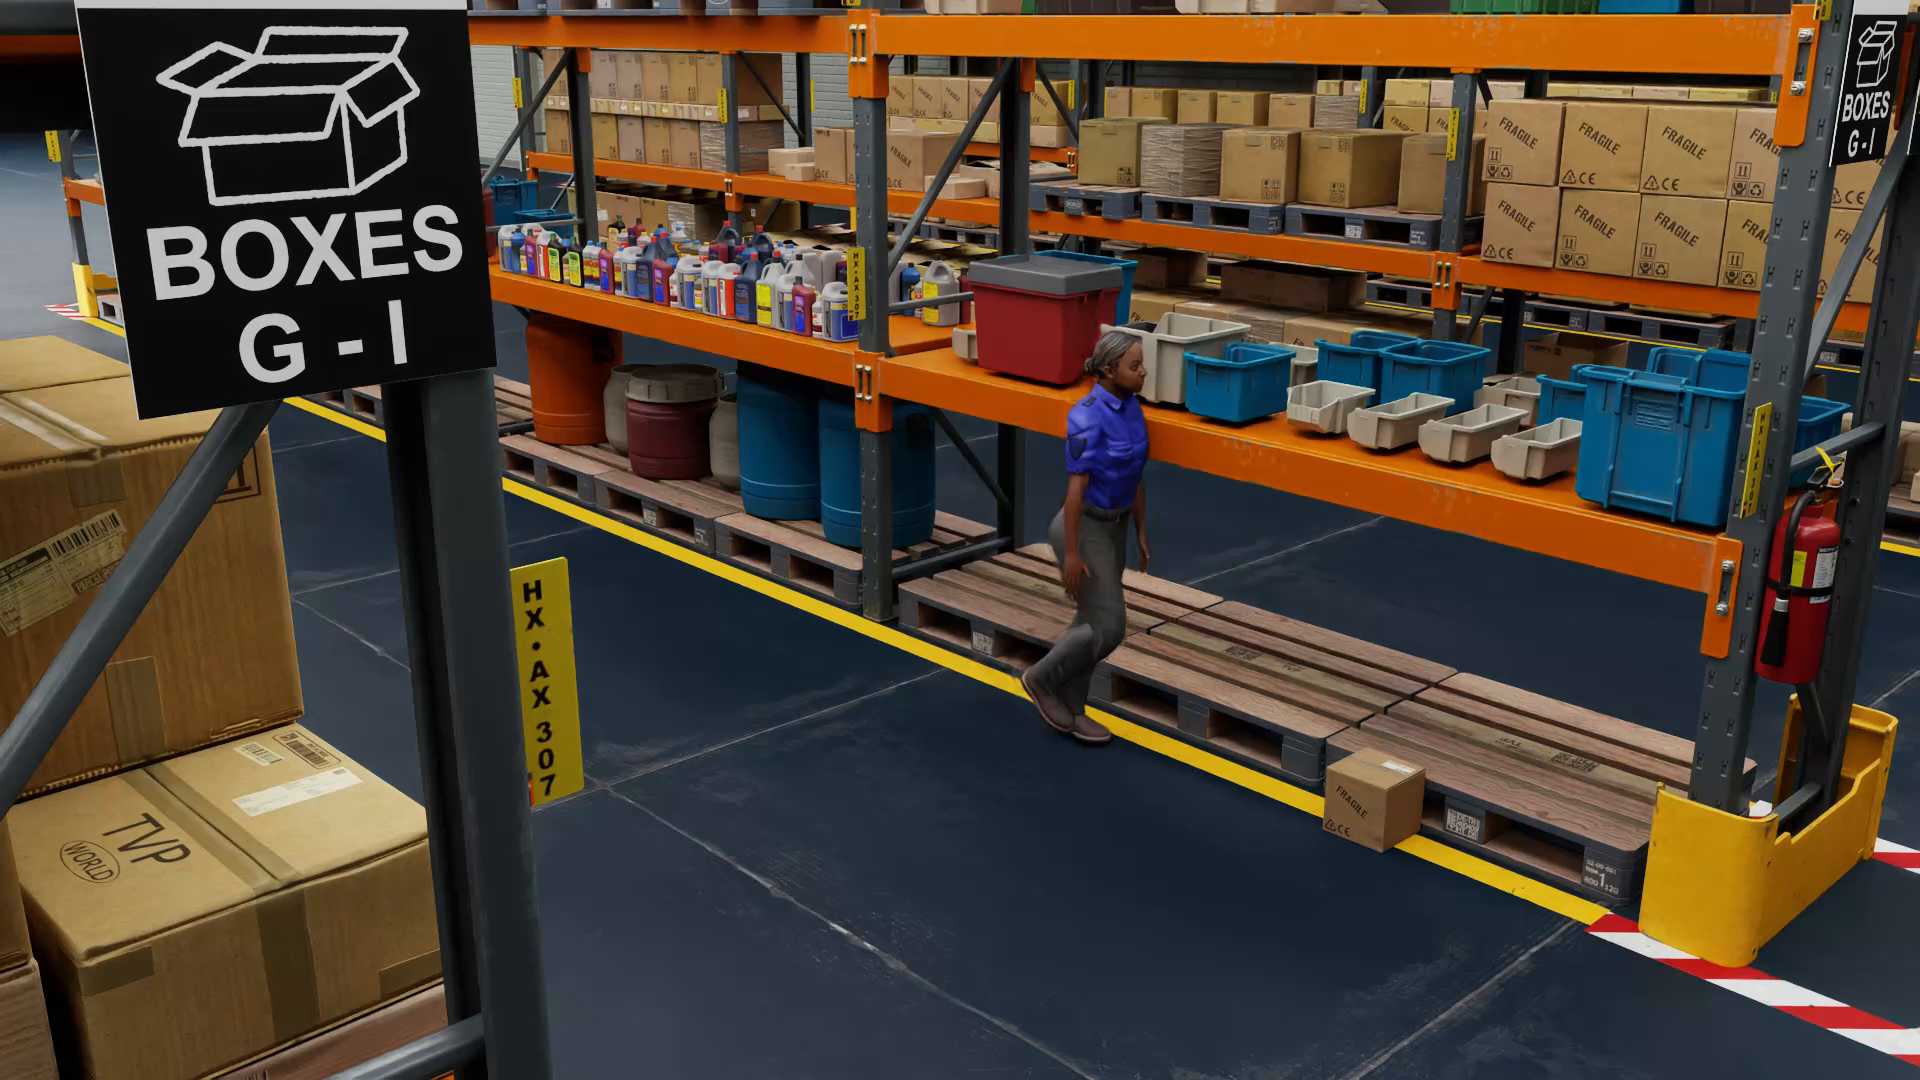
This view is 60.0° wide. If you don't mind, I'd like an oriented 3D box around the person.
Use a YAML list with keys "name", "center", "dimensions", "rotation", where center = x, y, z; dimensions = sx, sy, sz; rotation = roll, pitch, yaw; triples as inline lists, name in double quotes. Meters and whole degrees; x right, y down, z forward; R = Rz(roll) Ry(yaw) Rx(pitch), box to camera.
- name: "person"
  center: [0.510, -0.002, 6.515]
  dimensions: [0.465, 1.648, 0.553]
  rotation: [12, 21, 32]
